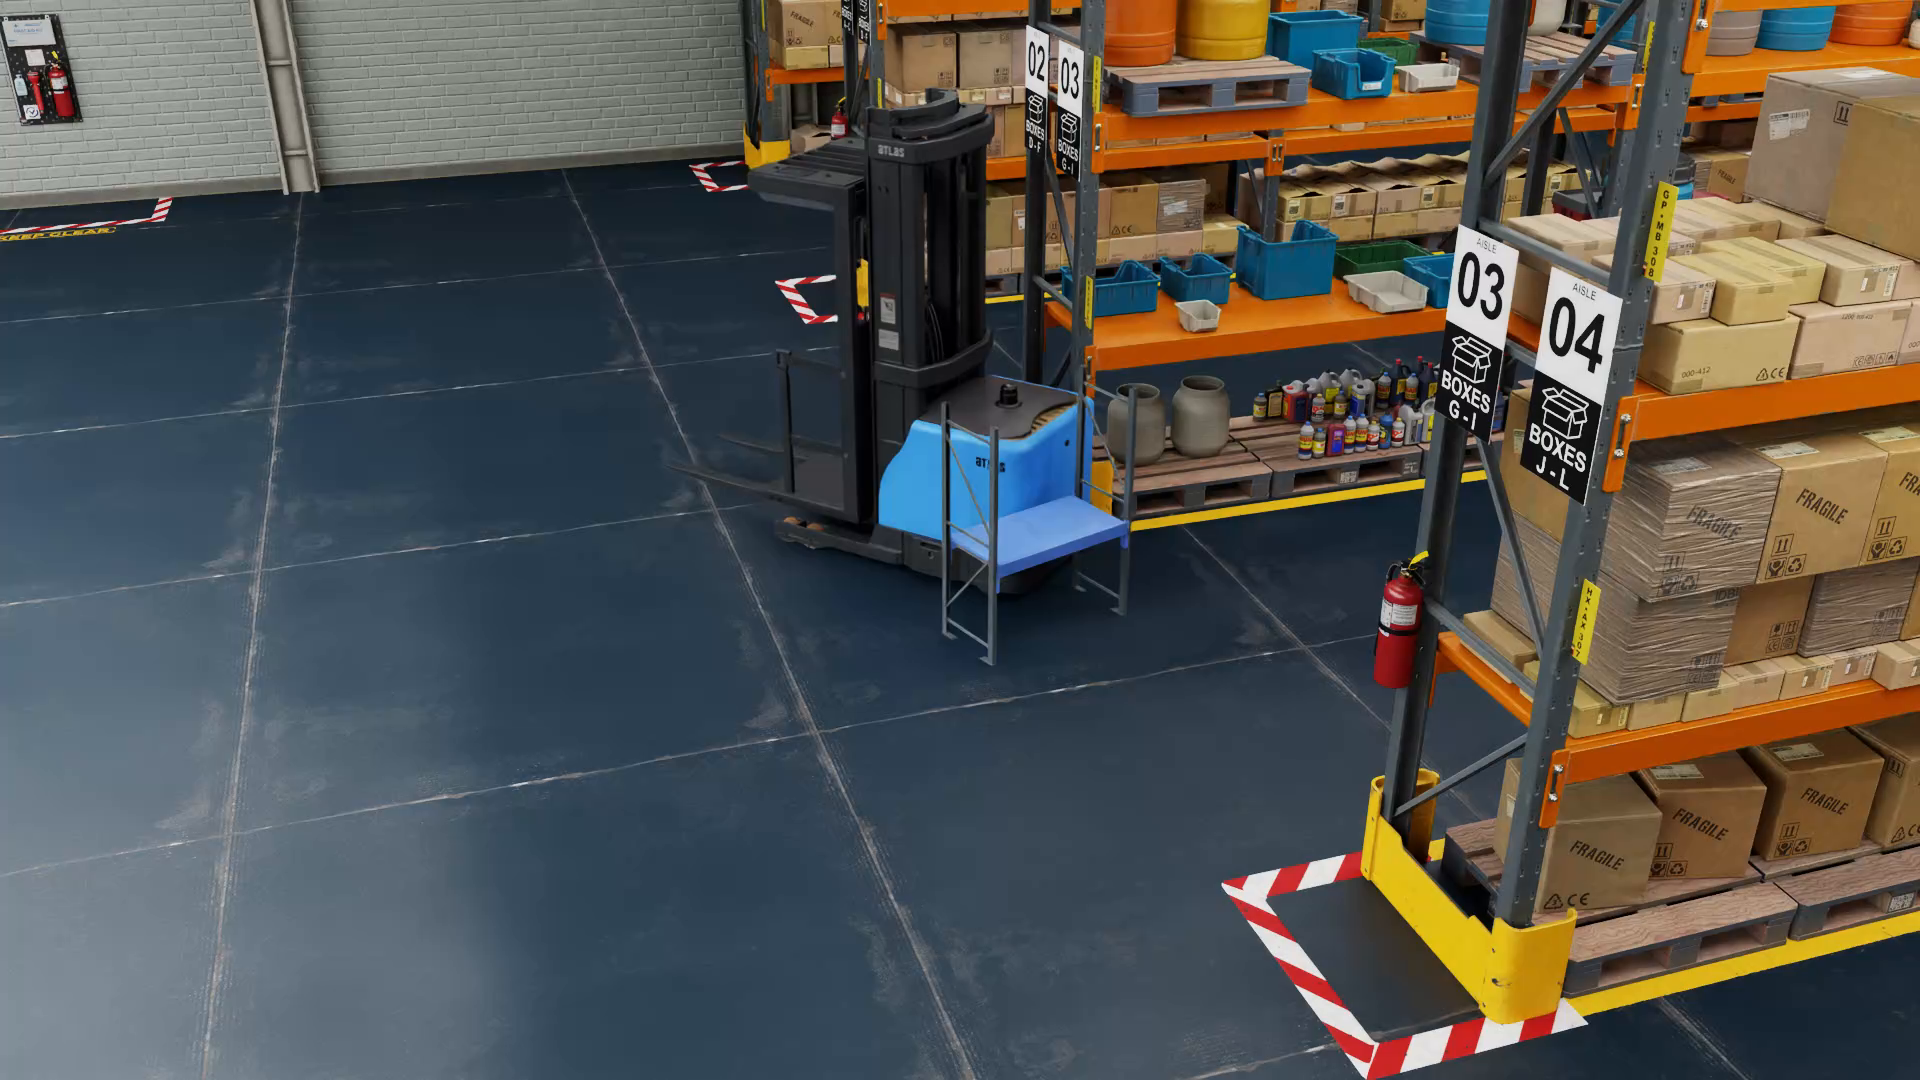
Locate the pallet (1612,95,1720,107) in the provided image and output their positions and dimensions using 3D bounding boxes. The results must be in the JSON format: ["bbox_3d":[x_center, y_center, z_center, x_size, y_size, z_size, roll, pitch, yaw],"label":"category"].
[{"bbox_3d":[7.355,-4.860,17.876,1.003,0.211,1.213,-8,28,-16],"label":"pallet"}]

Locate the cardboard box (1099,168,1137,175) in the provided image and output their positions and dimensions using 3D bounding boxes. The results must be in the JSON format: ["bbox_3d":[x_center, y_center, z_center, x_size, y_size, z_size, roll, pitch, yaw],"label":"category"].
[{"bbox_3d":[1.440,-3.495,16.687,0.500,0.500,0.500,-8,28,-16],"label":"cardboard box"}]

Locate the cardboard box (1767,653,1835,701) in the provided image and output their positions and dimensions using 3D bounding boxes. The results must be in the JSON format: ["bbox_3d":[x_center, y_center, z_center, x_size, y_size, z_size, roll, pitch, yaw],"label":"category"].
[{"bbox_3d":[3.491,0.513,7.120,0.250,0.149,0.380,-8,28,-16],"label":"cardboard box"}]

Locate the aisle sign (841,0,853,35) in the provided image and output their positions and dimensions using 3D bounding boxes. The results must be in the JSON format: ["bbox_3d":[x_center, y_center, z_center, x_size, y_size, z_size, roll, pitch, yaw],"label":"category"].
[{"bbox_3d":[-1.028,-5.001,15.020,0.004,0.787,0.394,-8,28,-16],"label":"aisle sign"}]

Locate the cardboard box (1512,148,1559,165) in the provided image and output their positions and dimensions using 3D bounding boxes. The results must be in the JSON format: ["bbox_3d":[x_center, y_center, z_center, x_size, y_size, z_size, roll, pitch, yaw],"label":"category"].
[{"bbox_3d":[6.143,-4.082,18.083,0.500,0.311,0.500,-7,27,-14],"label":"cardboard box"}]

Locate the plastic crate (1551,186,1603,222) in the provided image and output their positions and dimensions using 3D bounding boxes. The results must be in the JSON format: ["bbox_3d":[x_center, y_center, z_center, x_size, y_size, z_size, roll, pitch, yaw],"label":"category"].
[{"bbox_3d":[4.824,-2.402,12.637,0.583,0.464,0.402,-8,28,-16],"label":"plastic crate"}]

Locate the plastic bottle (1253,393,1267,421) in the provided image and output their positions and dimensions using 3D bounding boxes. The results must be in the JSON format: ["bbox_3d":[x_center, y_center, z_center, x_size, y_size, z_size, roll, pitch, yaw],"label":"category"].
[{"bbox_3d":[2.266,-1.008,12.554,0.097,0.201,0.097,0,26,0],"label":"plastic bottle"}]

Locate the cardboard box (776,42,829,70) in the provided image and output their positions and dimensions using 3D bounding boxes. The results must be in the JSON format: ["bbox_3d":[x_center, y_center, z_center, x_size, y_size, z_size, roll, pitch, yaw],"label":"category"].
[{"bbox_3d":[-1.850,-5.690,19.478,0.500,0.250,0.500,-9,28,-18],"label":"cardboard box"}]

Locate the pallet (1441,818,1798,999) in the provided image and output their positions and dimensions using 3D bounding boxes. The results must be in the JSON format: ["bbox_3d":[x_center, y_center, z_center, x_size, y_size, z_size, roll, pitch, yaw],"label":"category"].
[{"bbox_3d":[3.045,1.610,7.765,1.213,0.211,1.003,-8,28,-16],"label":"pallet"}]

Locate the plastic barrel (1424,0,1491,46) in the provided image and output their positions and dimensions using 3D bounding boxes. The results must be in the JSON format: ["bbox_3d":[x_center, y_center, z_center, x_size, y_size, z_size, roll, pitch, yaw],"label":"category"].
[{"bbox_3d":[3.479,-3.841,11.199,0.708,0.901,0.600,-8,28,-16],"label":"plastic barrel"}]

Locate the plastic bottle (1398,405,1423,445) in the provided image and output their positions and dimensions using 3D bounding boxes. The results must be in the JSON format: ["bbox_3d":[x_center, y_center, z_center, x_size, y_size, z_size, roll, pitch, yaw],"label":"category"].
[{"bbox_3d":[3.290,-0.852,12.155,0.135,0.276,0.152,-8,27,-15],"label":"plastic bottle"}]

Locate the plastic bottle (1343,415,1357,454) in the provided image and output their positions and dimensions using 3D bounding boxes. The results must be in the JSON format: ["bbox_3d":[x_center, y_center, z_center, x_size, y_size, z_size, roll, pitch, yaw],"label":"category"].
[{"bbox_3d":[2.802,-0.766,11.988,0.097,0.271,0.097,0,26,0],"label":"plastic bottle"}]

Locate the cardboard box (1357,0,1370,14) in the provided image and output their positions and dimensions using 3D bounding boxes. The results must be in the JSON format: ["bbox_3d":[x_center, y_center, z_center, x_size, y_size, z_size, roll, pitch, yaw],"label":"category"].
[{"bbox_3d":[5.562,-7.280,22.066,0.500,0.500,0.500,-8,28,-16],"label":"cardboard box"}]

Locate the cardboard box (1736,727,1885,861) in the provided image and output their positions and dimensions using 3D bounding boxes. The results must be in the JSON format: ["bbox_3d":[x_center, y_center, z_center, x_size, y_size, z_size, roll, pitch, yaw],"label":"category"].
[{"bbox_3d":[3.947,1.146,7.902,0.500,0.500,0.500,-6,27,-11],"label":"cardboard box"}]

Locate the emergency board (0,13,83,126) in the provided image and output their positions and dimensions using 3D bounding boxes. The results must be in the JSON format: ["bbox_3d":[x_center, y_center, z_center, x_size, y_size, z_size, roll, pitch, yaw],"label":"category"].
[{"bbox_3d":[-10.081,-5.127,18.198,0.643,1.169,0.194,-8,28,-16],"label":"emergency board"}]

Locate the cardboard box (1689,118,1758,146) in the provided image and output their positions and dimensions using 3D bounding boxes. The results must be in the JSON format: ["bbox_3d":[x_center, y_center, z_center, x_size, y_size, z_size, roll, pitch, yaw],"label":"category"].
[{"bbox_3d":[8.572,-4.616,18.642,0.500,0.250,0.500,-9,28,-17],"label":"cardboard box"}]

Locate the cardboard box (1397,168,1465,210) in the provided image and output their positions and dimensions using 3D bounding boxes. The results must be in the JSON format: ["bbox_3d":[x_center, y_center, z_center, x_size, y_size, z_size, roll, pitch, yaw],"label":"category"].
[{"bbox_3d":[4.860,-3.643,17.199,0.500,0.311,0.500,-7,27,-15],"label":"cardboard box"}]

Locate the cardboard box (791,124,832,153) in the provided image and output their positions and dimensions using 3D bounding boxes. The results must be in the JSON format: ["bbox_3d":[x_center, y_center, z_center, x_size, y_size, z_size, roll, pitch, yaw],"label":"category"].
[{"bbox_3d":[-1.727,-4.865,20.199,0.500,0.311,0.500,-12,29,-22],"label":"cardboard box"}]

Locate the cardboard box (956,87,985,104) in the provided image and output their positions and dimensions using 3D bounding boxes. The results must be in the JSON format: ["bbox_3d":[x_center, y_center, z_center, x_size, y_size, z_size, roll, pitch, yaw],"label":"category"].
[{"bbox_3d":[0.053,-4.091,15.269,0.250,0.149,0.380,-8,28,-16],"label":"cardboard box"}]

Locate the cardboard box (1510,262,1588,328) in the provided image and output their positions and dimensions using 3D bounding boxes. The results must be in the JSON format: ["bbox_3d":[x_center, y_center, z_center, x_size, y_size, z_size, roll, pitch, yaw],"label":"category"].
[{"bbox_3d":[2.569,-0.982,6.645,0.500,0.250,0.500,-8,27,-15],"label":"cardboard box"}]

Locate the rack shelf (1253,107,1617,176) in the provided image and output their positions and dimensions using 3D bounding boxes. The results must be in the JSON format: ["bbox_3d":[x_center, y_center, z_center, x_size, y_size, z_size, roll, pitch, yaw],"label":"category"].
[{"bbox_3d":[4.830,-4.225,17.190,4.000,0.370,1.077,-8,28,-16],"label":"rack shelf"}]

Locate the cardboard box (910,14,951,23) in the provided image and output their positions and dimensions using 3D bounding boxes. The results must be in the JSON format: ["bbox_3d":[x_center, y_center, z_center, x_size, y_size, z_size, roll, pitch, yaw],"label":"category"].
[{"bbox_3d":[-0.412,-6.240,19.742,0.500,0.500,0.500,-7,27,-14],"label":"cardboard box"}]

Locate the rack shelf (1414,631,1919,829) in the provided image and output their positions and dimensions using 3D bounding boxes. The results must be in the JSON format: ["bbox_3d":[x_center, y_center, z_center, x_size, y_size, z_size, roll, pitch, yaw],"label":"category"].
[{"bbox_3d":[4.091,0.515,7.643,4.000,0.370,1.077,-8,28,-16],"label":"rack shelf"}]

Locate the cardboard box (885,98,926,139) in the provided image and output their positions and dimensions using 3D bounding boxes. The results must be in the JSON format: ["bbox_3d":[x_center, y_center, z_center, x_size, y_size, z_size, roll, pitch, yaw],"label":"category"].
[{"bbox_3d":[-0.427,-3.825,15.463,0.500,0.500,0.700,-8,28,-16],"label":"cardboard box"}]

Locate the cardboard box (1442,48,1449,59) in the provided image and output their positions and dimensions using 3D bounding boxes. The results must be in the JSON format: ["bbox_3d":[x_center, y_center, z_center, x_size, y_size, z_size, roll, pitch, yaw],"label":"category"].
[{"bbox_3d":[6.769,-6.306,22.517,0.750,0.750,0.750,-8,28,-16],"label":"cardboard box"}]

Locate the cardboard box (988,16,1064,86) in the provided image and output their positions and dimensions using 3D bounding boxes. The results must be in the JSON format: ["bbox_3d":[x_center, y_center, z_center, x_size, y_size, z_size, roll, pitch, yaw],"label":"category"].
[{"bbox_3d":[0.601,-4.557,15.480,0.500,0.500,0.700,-8,28,-16],"label":"cardboard box"}]

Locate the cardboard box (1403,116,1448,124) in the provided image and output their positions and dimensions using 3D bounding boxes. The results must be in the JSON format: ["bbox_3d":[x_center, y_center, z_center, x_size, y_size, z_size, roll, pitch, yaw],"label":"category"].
[{"bbox_3d":[4.641,-4.557,16.938,0.500,0.500,0.500,-8,28,-16],"label":"cardboard box"}]

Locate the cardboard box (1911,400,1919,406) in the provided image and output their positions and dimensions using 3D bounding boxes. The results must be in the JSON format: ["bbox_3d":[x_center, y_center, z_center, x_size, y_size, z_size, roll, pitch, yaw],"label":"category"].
[{"bbox_3d":[4.223,-0.325,6.954,0.500,0.500,0.500,-8,28,-16],"label":"cardboard box"}]

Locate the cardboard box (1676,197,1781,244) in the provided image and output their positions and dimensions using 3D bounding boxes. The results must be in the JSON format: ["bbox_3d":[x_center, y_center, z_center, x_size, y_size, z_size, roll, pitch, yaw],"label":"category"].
[{"bbox_3d":[3.098,-1.272,6.780,0.250,0.149,0.380,-8,28,-16],"label":"cardboard box"}]

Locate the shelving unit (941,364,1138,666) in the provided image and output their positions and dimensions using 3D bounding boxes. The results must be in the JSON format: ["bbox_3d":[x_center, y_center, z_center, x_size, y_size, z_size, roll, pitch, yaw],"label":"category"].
[{"bbox_3d":[0.464,-0.157,9.874,1.048,1.500,0.538,-18,32,-32],"label":"shelving unit"}]

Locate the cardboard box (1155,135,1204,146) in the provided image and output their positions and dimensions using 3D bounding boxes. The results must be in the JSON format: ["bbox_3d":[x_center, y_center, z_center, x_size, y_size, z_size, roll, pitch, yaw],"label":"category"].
[{"bbox_3d":[2.009,-4.177,16.173,0.500,0.500,0.700,-9,28,-17],"label":"cardboard box"}]

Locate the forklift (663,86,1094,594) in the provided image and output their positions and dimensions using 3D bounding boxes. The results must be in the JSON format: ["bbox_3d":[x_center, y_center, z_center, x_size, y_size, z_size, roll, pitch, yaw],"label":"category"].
[{"bbox_3d":[-0.650,-1.437,10.843,3.031,2.935,1.130,15,30,27],"label":"forklift"}]

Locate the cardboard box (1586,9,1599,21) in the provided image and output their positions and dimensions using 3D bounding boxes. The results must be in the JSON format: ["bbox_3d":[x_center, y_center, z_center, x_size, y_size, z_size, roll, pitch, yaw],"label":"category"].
[{"bbox_3d":[8.531,-7.153,22.539,0.250,0.149,0.380,-8,27,-15],"label":"cardboard box"}]

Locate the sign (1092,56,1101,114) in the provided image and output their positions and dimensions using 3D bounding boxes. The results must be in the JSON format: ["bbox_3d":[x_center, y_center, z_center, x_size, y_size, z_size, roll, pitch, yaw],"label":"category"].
[{"bbox_3d":[0.822,-2.740,10.008,0.005,0.325,0.100,-8,28,-16],"label":"sign"}]

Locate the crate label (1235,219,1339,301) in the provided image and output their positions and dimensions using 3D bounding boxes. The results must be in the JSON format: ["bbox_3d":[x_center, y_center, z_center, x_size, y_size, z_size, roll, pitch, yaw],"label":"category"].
[{"bbox_3d":[2.322,-2.010,11.880,0.616,0.435,0.502,-8,28,-16],"label":"crate label"}]

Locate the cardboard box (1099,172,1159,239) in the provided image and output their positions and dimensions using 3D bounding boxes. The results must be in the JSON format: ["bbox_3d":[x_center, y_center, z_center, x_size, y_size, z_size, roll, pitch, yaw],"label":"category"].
[{"bbox_3d":[1.602,-3.274,16.242,0.500,0.500,0.500,-8,28,-16],"label":"cardboard box"}]

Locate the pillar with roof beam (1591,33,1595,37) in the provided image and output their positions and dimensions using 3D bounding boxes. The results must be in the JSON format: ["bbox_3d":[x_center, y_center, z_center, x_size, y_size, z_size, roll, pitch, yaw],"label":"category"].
[{"bbox_3d":[10.728,-8.796,18.843,0.400,9.000,9.100,-8,28,-16],"label":"pillar with roof beam"}]

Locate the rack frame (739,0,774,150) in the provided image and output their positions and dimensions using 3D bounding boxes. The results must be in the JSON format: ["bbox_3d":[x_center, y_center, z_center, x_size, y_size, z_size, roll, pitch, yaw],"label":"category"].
[{"bbox_3d":[-2.413,-5.815,19.584,0.127,3.000,1.000,-8,28,-16],"label":"rack frame"}]

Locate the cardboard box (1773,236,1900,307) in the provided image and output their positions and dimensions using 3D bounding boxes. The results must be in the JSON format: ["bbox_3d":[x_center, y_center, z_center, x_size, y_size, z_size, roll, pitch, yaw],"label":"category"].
[{"bbox_3d":[3.282,-1.016,6.265,0.250,0.149,0.380,-7,27,-14],"label":"cardboard box"}]

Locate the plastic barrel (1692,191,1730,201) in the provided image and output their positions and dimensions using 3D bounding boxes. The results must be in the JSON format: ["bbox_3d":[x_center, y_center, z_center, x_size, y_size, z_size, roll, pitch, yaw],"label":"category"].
[{"bbox_3d":[5.436,-2.277,12.304,0.433,0.535,0.433,0,26,0],"label":"plastic barrel"}]

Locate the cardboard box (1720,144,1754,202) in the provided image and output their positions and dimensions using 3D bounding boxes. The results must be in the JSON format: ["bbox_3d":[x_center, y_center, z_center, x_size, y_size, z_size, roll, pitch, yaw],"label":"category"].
[{"bbox_3d":[8.722,-4.057,18.360,0.500,0.500,0.500,-9,28,-18],"label":"cardboard box"}]

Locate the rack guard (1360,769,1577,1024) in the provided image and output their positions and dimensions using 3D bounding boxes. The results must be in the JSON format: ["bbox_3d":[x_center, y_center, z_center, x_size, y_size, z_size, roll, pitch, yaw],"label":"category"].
[{"bbox_3d":[2.261,1.577,7.505,0.348,0.500,1.175,-8,28,-16],"label":"rack guard"}]

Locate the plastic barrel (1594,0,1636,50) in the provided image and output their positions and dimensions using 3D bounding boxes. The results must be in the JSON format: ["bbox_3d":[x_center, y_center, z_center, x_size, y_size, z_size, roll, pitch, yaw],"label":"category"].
[{"bbox_3d":[4.875,-3.907,11.803,0.708,0.901,0.600,-8,28,-16],"label":"plastic barrel"}]

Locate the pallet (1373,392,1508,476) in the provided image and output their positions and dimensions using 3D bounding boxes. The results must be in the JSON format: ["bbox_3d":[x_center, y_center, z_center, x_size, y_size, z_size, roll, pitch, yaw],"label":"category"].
[{"bbox_3d":[3.807,-0.853,12.725,1.213,0.211,1.003,-8,28,-16],"label":"pallet"}]

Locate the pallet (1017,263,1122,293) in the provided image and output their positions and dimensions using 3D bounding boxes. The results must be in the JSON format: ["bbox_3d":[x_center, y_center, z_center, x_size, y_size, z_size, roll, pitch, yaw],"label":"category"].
[{"bbox_3d":[0.997,-2.761,16.569,1.213,0.211,1.003,-8,28,-16],"label":"pallet"}]

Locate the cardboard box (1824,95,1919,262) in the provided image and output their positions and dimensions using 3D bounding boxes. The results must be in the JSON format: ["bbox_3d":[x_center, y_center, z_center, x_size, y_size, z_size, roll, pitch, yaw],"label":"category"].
[{"bbox_3d":[3.684,-1.368,6.244,0.500,0.500,0.500,-8,28,-16],"label":"cardboard box"}]

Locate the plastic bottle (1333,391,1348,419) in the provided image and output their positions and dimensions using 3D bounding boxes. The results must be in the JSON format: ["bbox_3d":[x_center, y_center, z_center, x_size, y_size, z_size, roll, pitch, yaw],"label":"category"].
[{"bbox_3d":[2.881,-1.030,12.597,0.097,0.201,0.097,0,26,0],"label":"plastic bottle"}]

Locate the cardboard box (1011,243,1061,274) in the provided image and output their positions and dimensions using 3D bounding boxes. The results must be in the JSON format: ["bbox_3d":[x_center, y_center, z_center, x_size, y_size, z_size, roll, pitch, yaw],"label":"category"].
[{"bbox_3d":[0.654,-2.796,16.124,0.500,0.250,0.500,-8,28,-16],"label":"cardboard box"}]

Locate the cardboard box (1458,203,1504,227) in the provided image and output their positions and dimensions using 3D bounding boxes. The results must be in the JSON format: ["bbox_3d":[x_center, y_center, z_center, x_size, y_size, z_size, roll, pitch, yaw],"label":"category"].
[{"bbox_3d":[5.339,-3.463,17.467,0.500,0.250,0.500,-8,27,-15],"label":"cardboard box"}]

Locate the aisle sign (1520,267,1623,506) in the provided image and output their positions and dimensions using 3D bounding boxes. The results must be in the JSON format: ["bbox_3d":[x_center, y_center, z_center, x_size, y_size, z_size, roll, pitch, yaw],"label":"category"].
[{"bbox_3d":[2.223,-0.561,6.078,0.004,0.787,0.394,-8,28,-16],"label":"aisle sign"}]

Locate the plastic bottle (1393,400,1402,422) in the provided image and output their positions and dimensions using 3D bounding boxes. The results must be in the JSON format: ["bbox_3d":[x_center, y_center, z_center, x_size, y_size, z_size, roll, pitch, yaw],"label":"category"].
[{"bbox_3d":[3.257,-0.900,12.244,0.133,0.283,0.061,-8,28,-16],"label":"plastic bottle"}]

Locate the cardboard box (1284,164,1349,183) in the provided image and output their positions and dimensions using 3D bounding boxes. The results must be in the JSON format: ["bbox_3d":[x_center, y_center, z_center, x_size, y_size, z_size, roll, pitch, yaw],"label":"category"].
[{"bbox_3d":[3.717,-3.731,17.375,0.500,0.311,0.500,-7,27,-15],"label":"cardboard box"}]

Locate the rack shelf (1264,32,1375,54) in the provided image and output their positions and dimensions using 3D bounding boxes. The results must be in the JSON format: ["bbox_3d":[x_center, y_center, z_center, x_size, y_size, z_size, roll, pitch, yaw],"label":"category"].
[{"bbox_3d":[3.293,-6.319,21.408,4.000,0.370,1.077,-8,28,-16],"label":"rack shelf"}]

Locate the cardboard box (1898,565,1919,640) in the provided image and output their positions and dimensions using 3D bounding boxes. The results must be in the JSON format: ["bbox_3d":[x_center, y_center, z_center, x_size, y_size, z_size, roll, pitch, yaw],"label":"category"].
[{"bbox_3d":[4.127,-0.008,7.441,0.500,0.500,0.875,-8,28,-16],"label":"cardboard box"}]

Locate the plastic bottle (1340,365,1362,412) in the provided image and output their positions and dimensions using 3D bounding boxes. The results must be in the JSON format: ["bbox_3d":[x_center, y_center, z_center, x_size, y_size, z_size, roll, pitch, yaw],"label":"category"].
[{"bbox_3d":[2.979,-1.167,12.706,0.185,0.351,0.144,-8,28,-17],"label":"plastic bottle"}]

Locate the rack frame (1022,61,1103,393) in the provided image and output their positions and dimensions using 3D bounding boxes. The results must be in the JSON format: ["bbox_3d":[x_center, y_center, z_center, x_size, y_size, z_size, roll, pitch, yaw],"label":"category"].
[{"bbox_3d":[0.655,-1.626,11.147,0.127,3.000,1.000,-8,28,-16],"label":"rack frame"}]
